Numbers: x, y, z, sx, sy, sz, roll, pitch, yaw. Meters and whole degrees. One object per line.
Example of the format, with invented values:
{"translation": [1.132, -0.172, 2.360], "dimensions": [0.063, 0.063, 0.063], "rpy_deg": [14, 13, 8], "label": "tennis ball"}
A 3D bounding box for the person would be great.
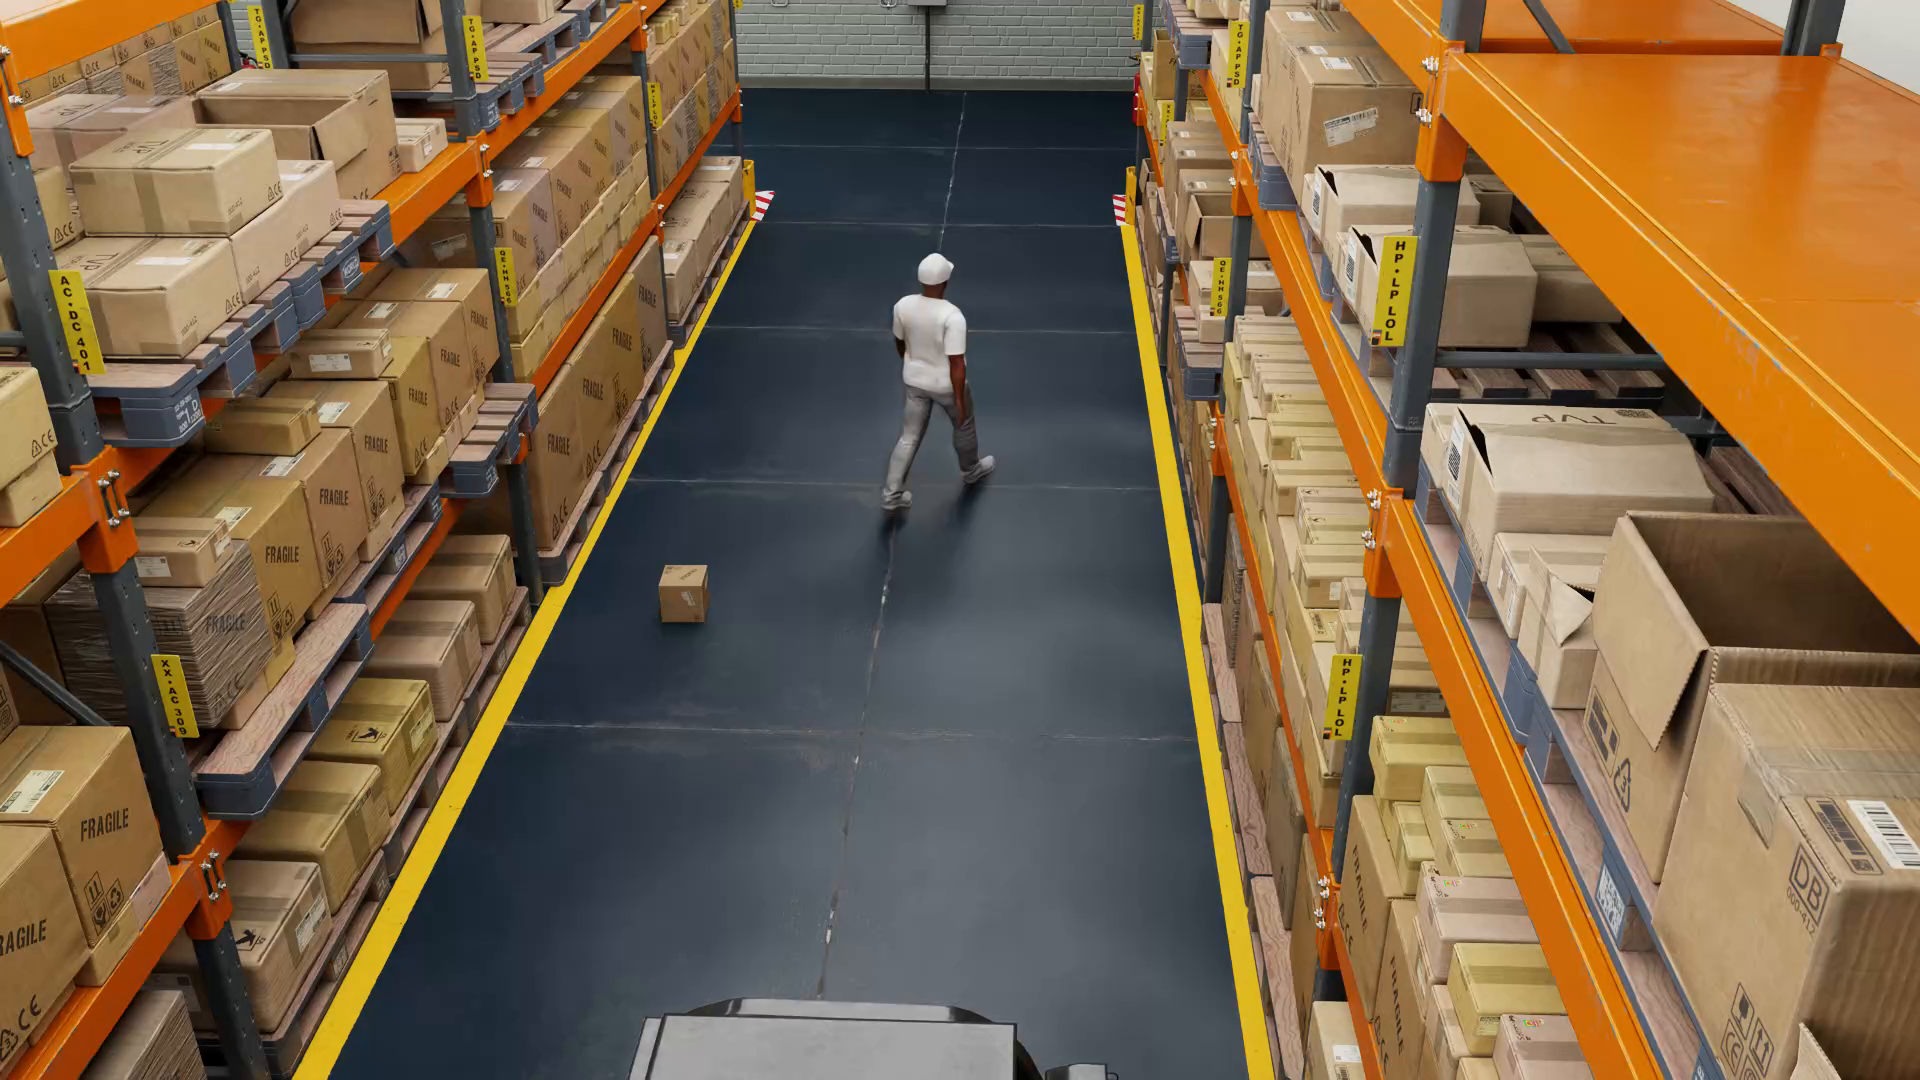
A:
{"translation": [-0.150, -1.058, 10.852], "dimensions": [0.604, 1.717, 1.081], "rpy_deg": [14, 31, 24], "label": "person"}
